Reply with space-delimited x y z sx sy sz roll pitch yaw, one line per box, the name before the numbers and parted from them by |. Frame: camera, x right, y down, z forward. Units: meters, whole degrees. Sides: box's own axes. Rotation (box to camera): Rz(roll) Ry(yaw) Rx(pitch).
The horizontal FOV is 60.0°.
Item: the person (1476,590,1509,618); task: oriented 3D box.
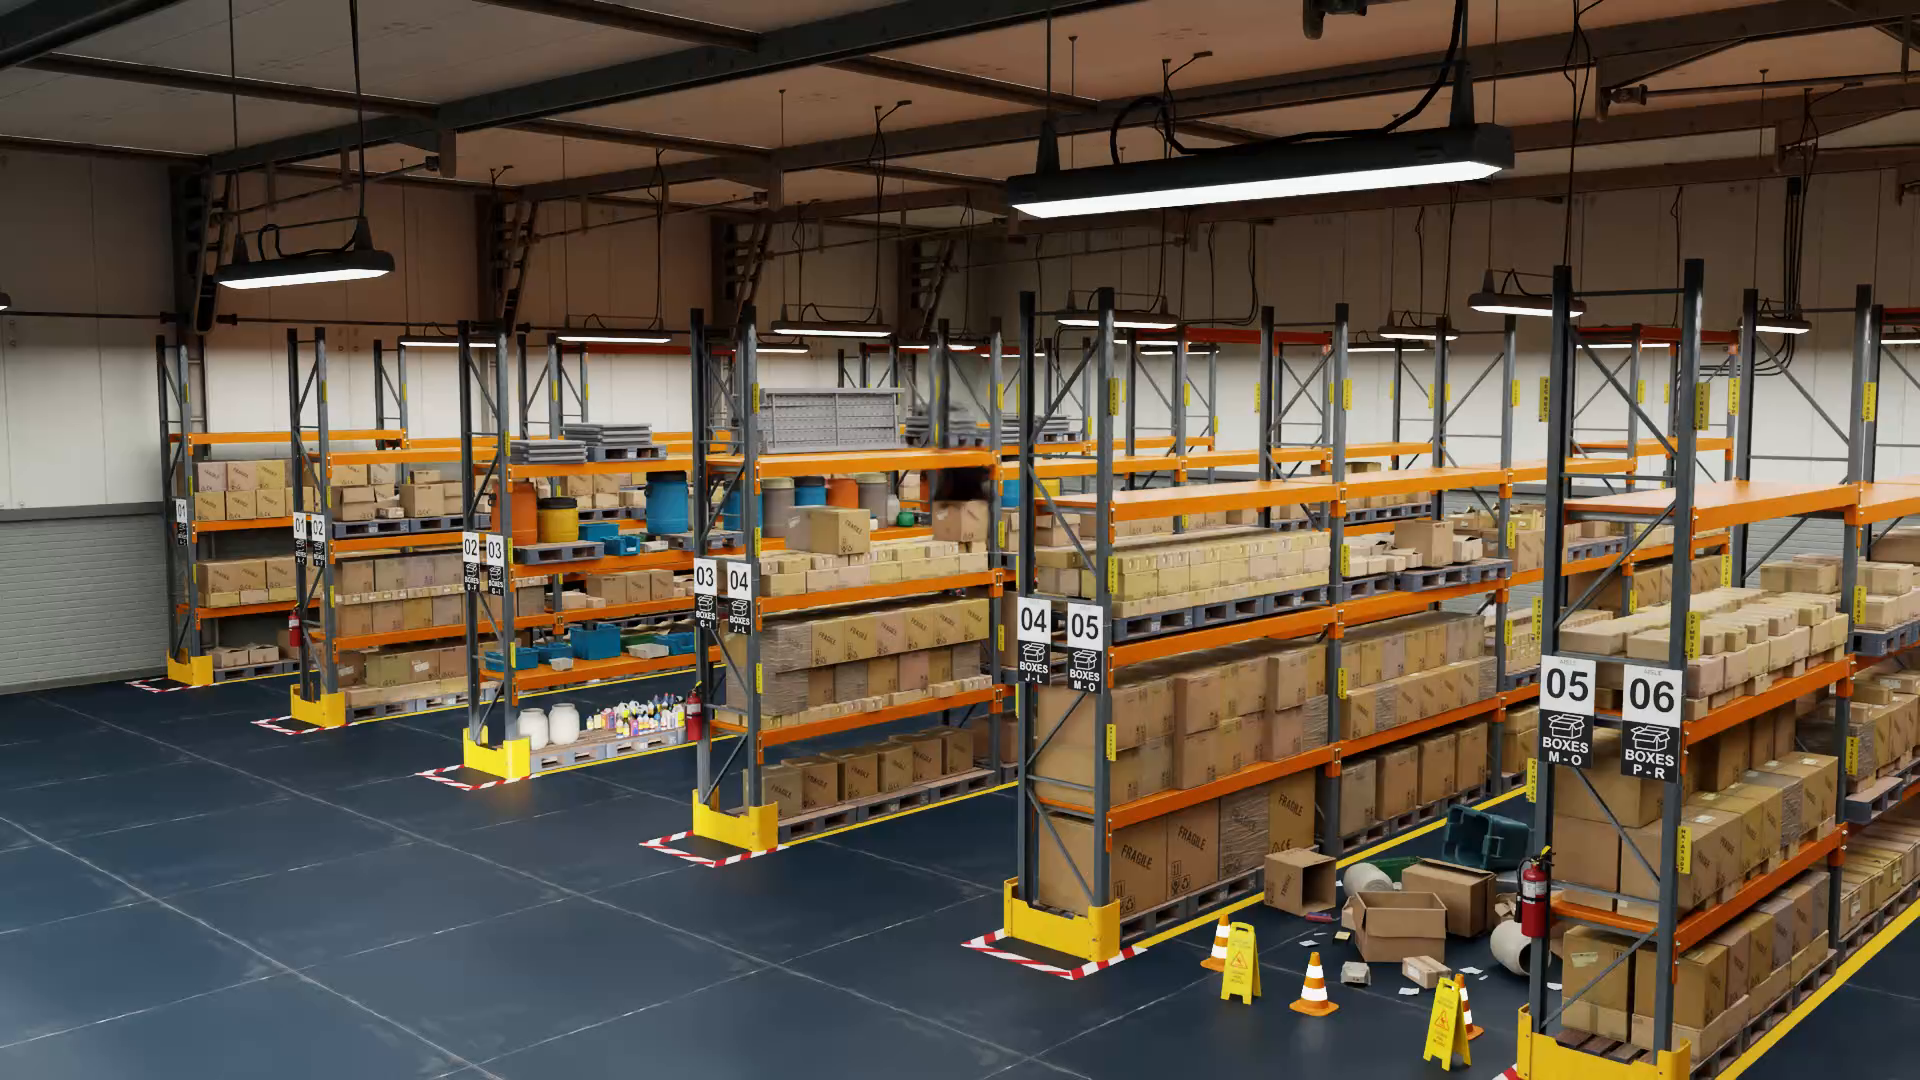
person | 9.277 1.636 28.962 0.619 1.668 0.783 2 6 17
